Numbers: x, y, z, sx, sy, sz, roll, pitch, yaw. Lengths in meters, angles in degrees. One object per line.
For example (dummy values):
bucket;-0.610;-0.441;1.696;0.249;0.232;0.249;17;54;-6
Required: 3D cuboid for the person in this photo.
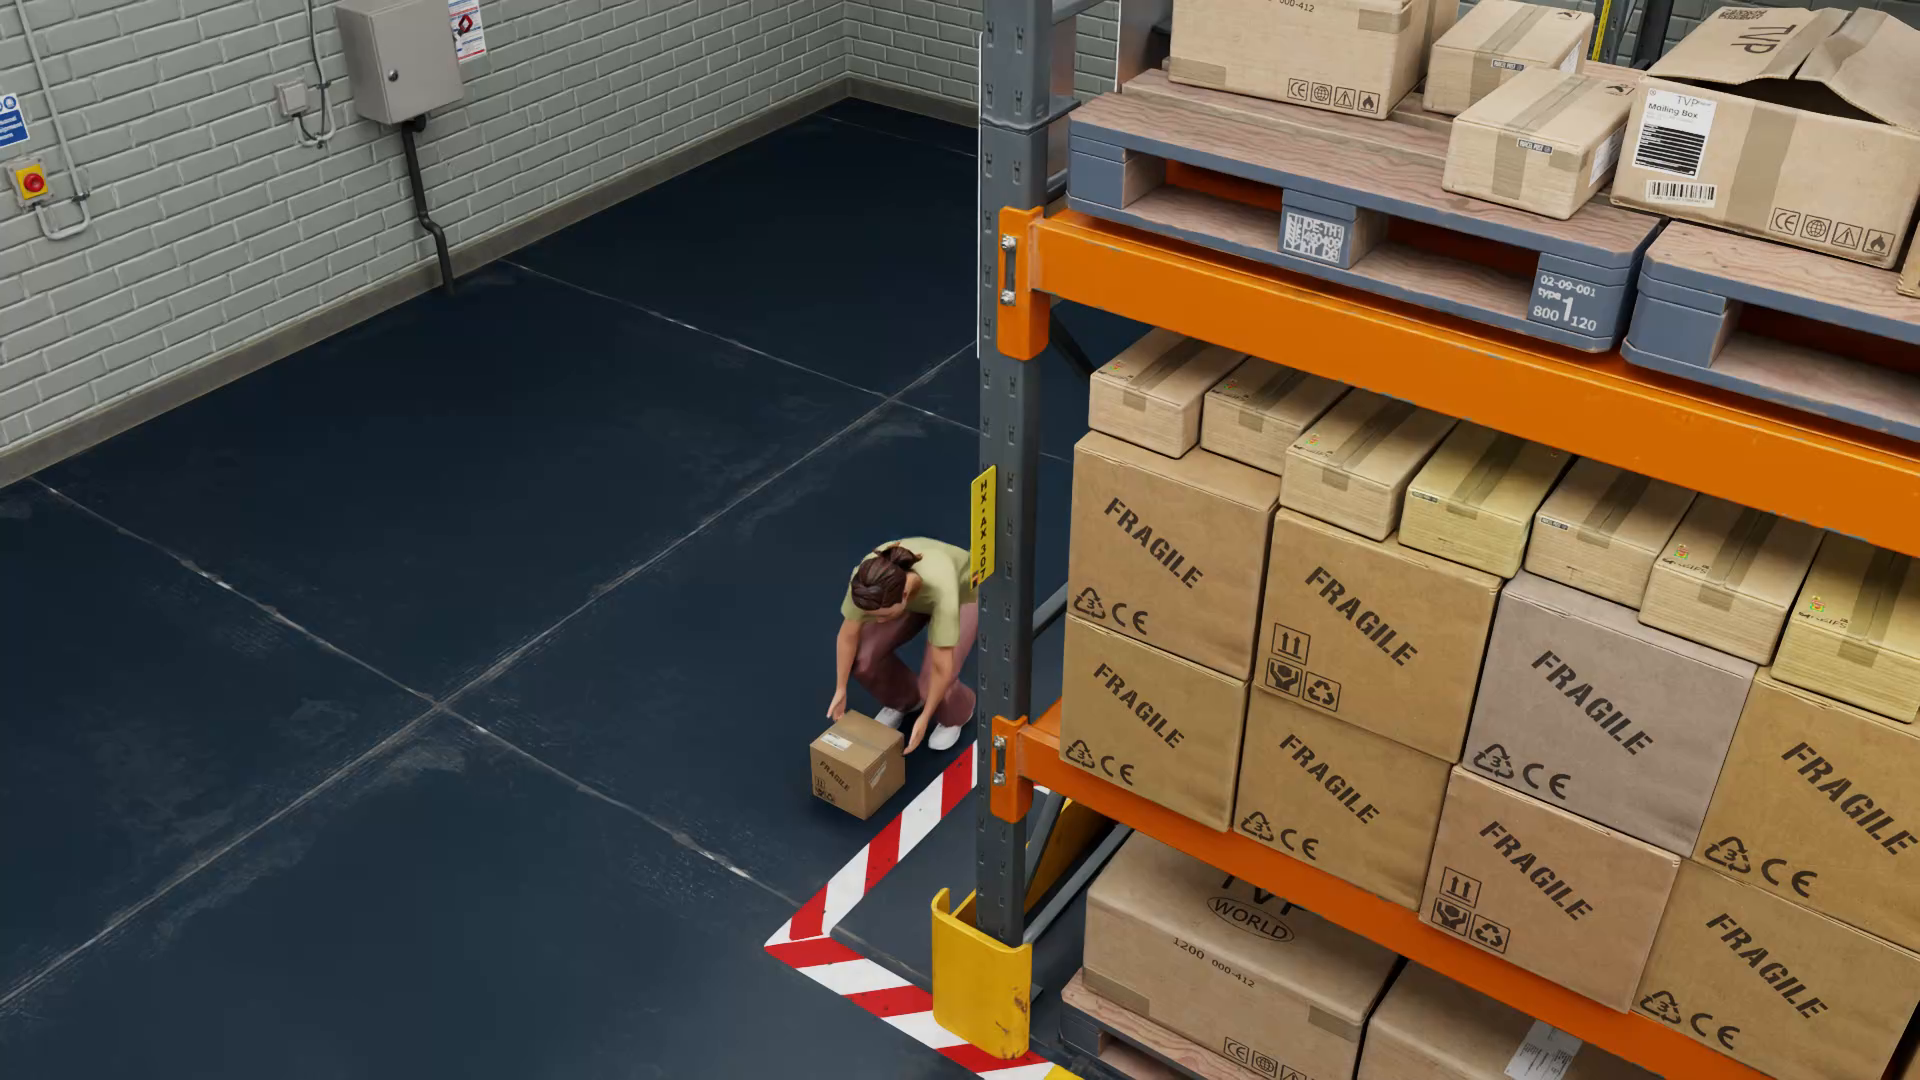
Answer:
person;-0.151;0.353;6.211;0.491;1.023;0.777;19;39;26
